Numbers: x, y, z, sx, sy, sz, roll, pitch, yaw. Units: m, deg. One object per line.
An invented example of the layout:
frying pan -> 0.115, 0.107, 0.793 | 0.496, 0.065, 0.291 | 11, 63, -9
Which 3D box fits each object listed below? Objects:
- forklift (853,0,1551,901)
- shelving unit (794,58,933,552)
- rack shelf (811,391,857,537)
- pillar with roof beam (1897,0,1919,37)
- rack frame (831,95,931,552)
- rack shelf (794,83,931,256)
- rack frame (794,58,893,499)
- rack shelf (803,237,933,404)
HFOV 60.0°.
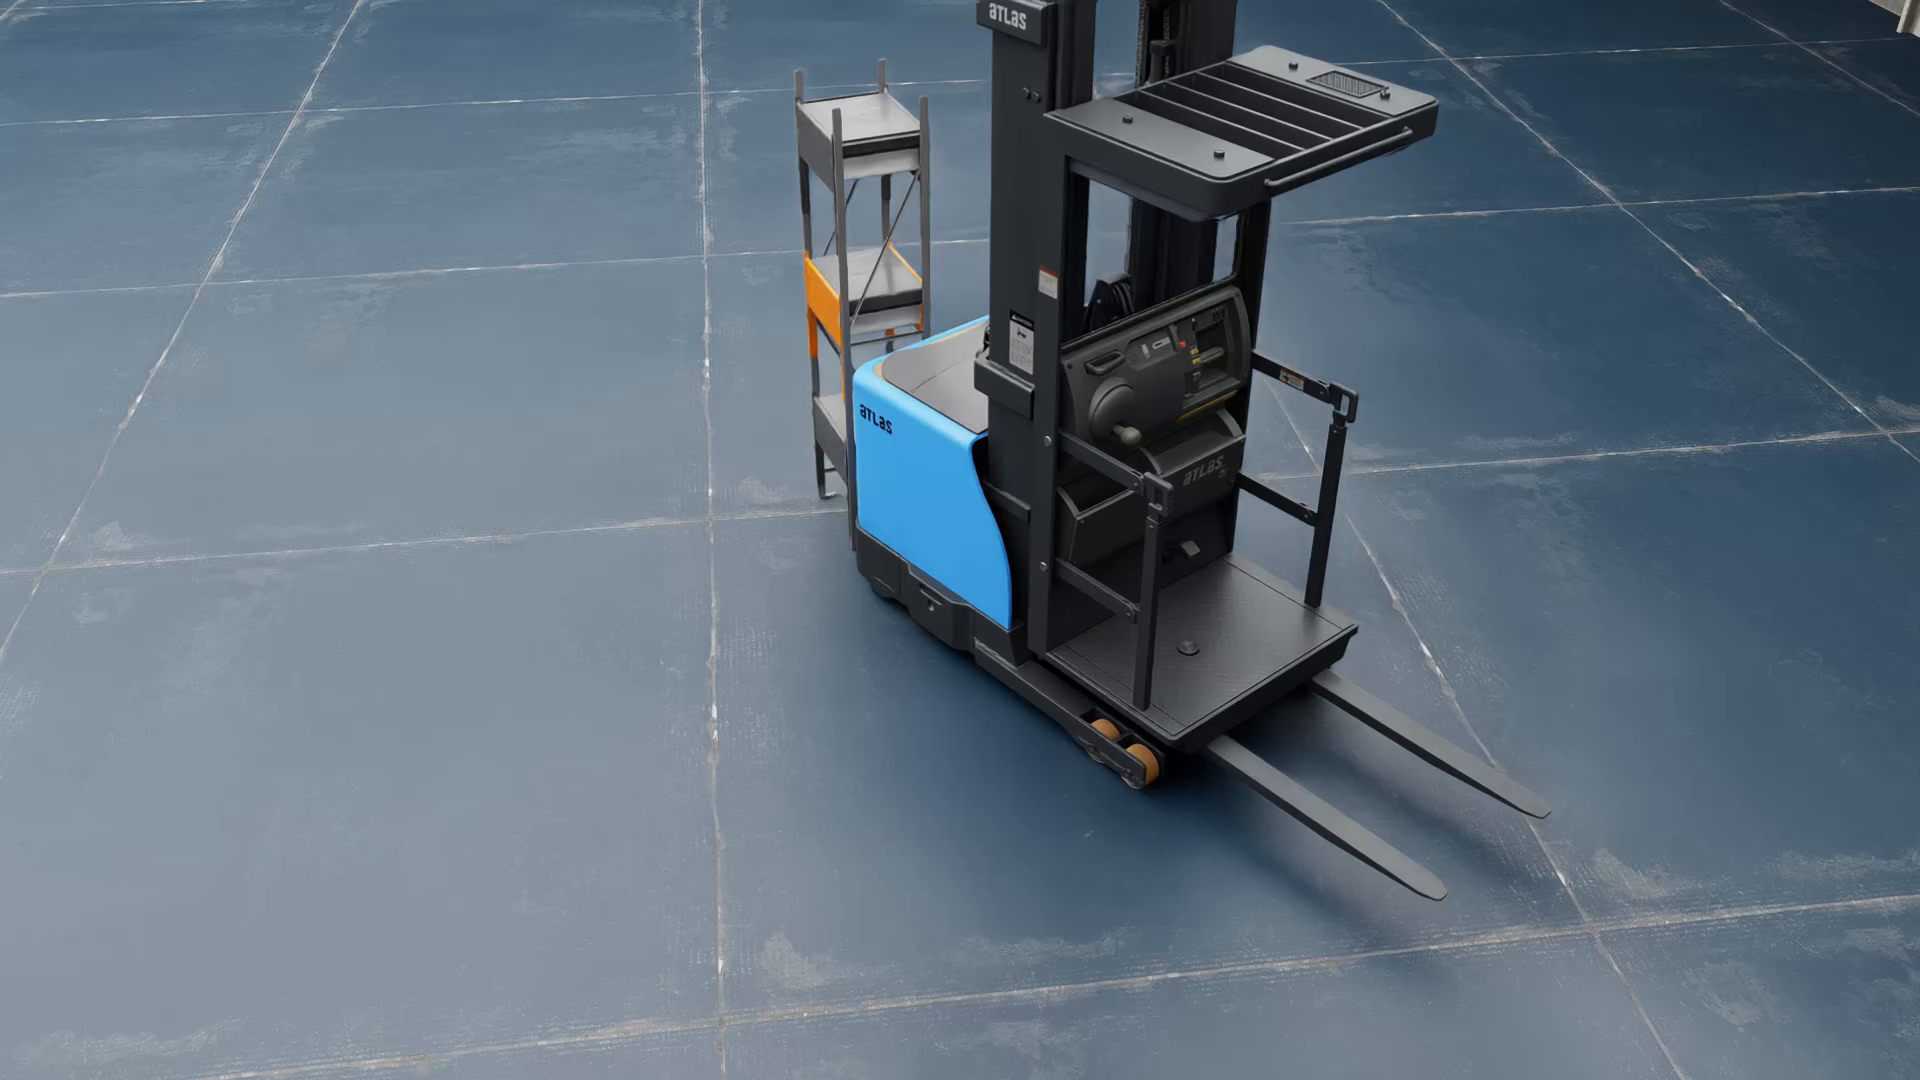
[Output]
forklift -> 0.877, -0.586, 6.008 | 1.130, 2.935, 3.031 | -26, 42, -32
shelving unit -> -0.407, -0.985, 7.331 | 0.431, 2.100, 0.503 | -13, 36, -18
rack shelf -> -0.407, -0.396, 7.733 | 0.431, 0.518, 0.480 | -13, 36, -18
pillar with roof beam -> 3.838, -7.606, 10.920 | 9.100, 9.000, 0.400 | -4, 35, -6
rack frame -> -0.314, -0.858, 7.145 | 0.400, 2.100, 0.015 | -13, 36, -18
rack shelf -> -0.407, -1.552, 6.945 | 0.431, 0.518, 0.480 | -13, 36, -18
rack frame -> -0.499, -1.112, 7.518 | 0.400, 2.100, 0.015 | -13, 36, -18
rack shelf -> -0.407, -0.974, 7.339 | 0.431, 0.518, 0.480 | -13, 36, -18
